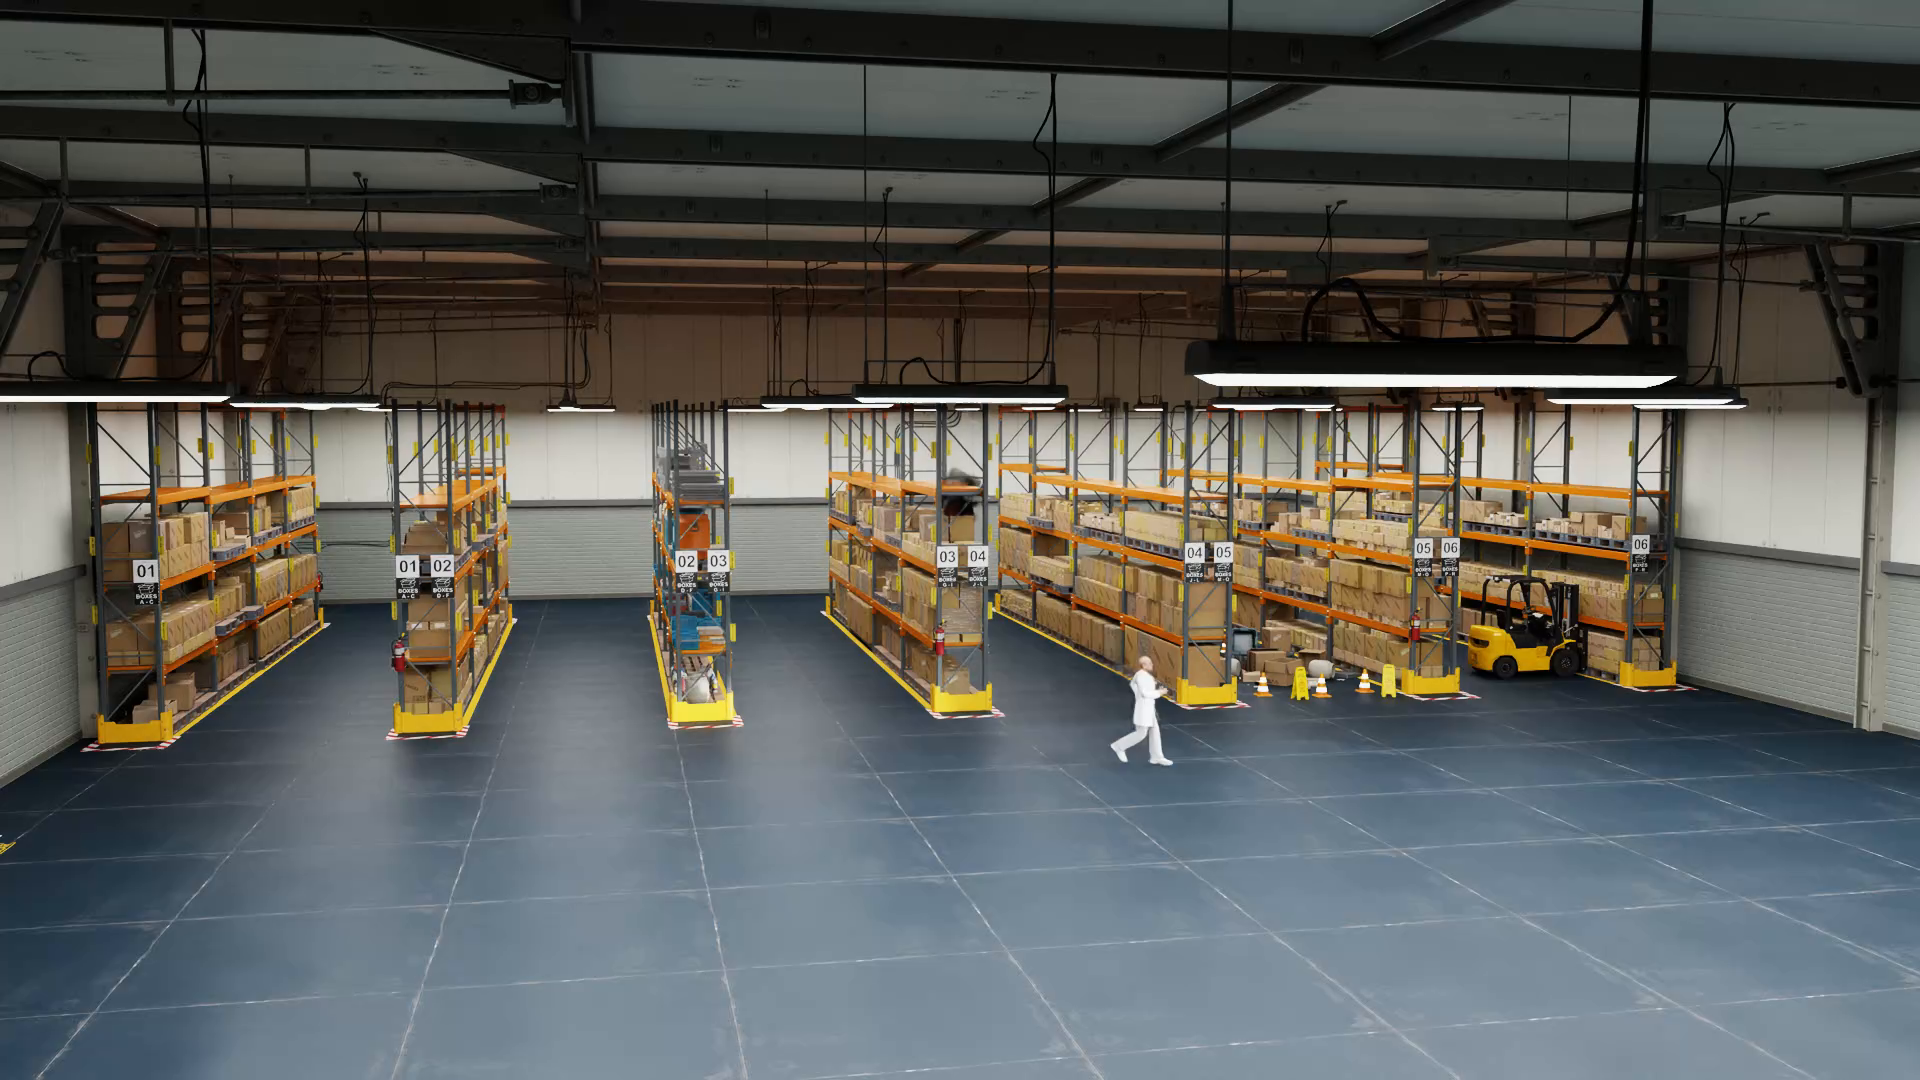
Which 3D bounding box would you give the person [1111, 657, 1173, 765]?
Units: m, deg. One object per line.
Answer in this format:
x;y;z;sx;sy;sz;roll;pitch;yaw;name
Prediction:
2.969;2.773;27.058;1.001;1.767;0.713;1;4;13;person

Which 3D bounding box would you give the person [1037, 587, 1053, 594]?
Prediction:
2.612;1.197;49.589;0.674;1.661;0.683;4;6;42;person
